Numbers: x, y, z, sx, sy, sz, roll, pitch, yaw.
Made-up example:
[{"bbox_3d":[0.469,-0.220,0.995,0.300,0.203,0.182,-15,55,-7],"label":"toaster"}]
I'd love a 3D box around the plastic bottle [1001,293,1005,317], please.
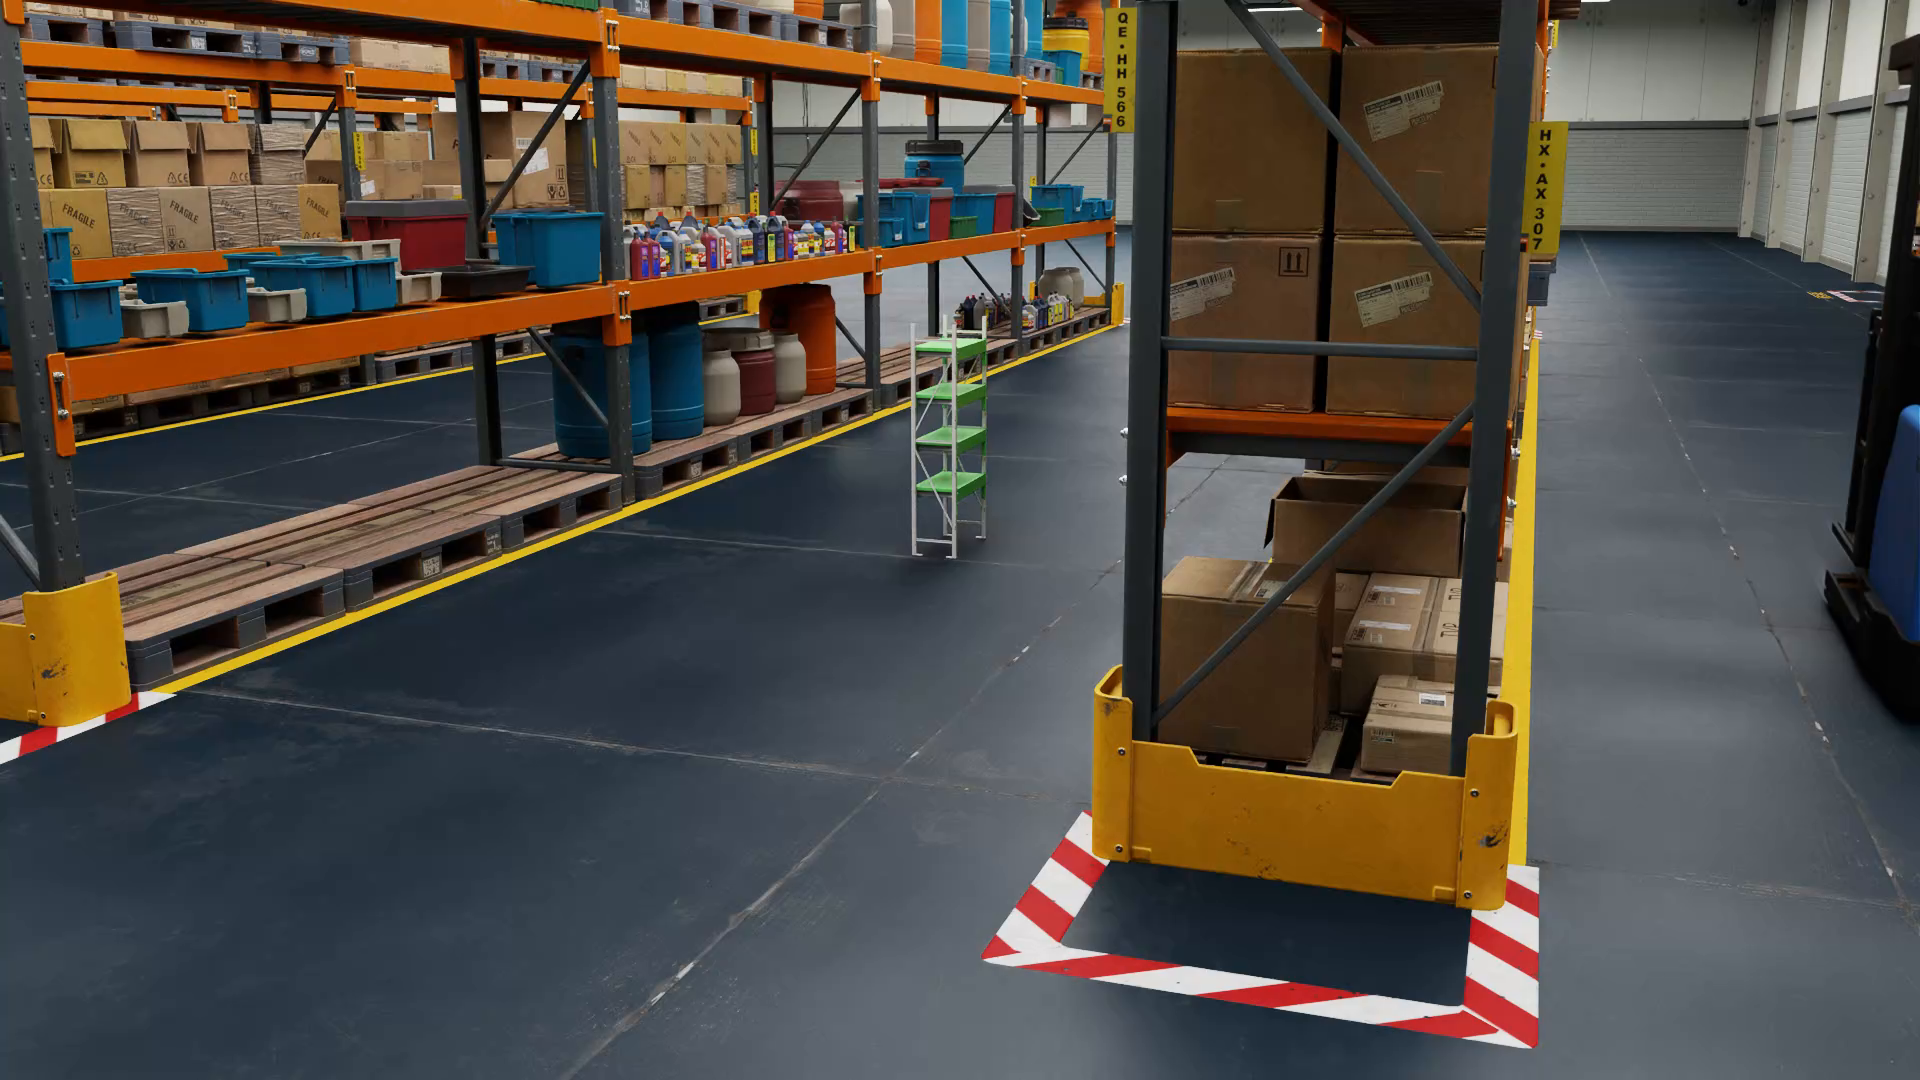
[{"bbox_3d":[0.477,-2.717,19.269,0.061,0.283,0.133,5,14,19],"label":"plastic bottle"}]

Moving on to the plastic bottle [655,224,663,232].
[{"bbox_3d":[-2.100,-2.060,11.563,0.097,0.271,0.097,0,13,0],"label":"plastic bottle"}]

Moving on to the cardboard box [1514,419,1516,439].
[{"bbox_3d":[2.639,-0.429,8.755,0.500,0.500,0.500,4,13,16],"label":"cardboard box"}]

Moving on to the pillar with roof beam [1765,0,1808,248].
[{"bbox_3d":[15.107,-11.598,39.579,9.100,9.000,0.400,4,14,18],"label":"pillar with roof beam"}]

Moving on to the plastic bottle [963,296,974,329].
[{"bbox_3d":[0.090,-2.470,18.034,0.144,0.351,0.185,4,13,17],"label":"plastic bottle"}]

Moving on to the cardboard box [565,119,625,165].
[{"bbox_3d":[-4.146,-4.505,18.845,0.500,0.500,0.500,4,14,18],"label":"cardboard box"}]

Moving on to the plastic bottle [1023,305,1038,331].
[{"bbox_3d":[0.751,-2.383,17.819,0.152,0.276,0.135,5,14,20],"label":"plastic bottle"}]

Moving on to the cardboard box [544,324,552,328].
[{"bbox_3d":[-4.751,-2.615,18.335,0.700,0.500,0.500,3,13,14],"label":"cardboard box"}]

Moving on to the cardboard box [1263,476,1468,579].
[{"bbox_3d":[1.649,0.050,6.651,0.797,0.503,0.637,4,14,18],"label":"cardboard box"}]

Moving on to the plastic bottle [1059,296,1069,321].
[{"bbox_3d":[1.162,-2.650,18.990,0.152,0.276,0.135,4,14,19],"label":"plastic bottle"}]

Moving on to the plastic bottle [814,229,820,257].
[{"bbox_3d":[-1.091,-2.203,12.344,0.097,0.201,0.097,0,13,0],"label":"plastic bottle"}]

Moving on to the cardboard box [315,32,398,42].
[{"bbox_3d":[-5.431,-4.740,14.927,0.500,0.500,0.500,4,14,19],"label":"cardboard box"}]

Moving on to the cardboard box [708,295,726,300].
[{"bbox_3d":[-3.456,-3.445,22.016,0.500,0.500,0.500,7,15,29],"label":"cardboard box"}]

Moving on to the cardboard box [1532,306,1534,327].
[{"bbox_3d":[5.286,-2.338,16.042,0.500,0.500,0.500,4,14,18],"label":"cardboard box"}]

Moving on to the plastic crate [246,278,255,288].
[{"bbox_3d":[-3.383,-1.134,7.671,0.298,0.136,0.250,4,14,18],"label":"plastic crate"}]

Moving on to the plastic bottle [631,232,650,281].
[{"bbox_3d":[-1.912,-1.696,9.940,0.061,0.283,0.133,4,14,18],"label":"plastic bottle"}]

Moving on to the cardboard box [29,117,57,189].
[{"bbox_3d":[-6.922,-2.736,11.754,0.797,0.503,0.637,4,13,17],"label":"cardboard box"}]

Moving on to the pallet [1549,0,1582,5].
[{"bbox_3d":[2.529,-2.852,8.423,1.213,0.211,1.003,4,14,18],"label":"pallet"}]

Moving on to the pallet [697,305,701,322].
[{"bbox_3d":[-3.955,-2.790,20.735,1.003,0.211,1.213,4,14,18],"label":"pallet"}]

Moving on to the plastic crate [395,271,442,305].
[{"bbox_3d":[-2.713,-1.219,8.044,0.293,0.136,0.466,4,14,18],"label":"plastic crate"}]

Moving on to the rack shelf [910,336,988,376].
[{"bbox_3d":[-0.054,-0.956,8.609,0.258,0.148,0.480,4,14,18],"label":"rack shelf"}]

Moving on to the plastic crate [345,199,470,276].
[{"bbox_3d":[-2.960,-1.597,8.965,0.402,0.464,0.583,4,14,18],"label":"plastic crate"}]

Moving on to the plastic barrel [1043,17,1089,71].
[{"bbox_3d":[1.200,-5.743,19.300,0.600,0.588,0.600,0,13,0],"label":"plastic barrel"}]

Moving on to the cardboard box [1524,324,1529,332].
[{"bbox_3d":[4.155,-1.529,12.921,0.500,0.311,0.500,4,13,17],"label":"cardboard box"}]

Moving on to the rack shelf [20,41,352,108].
[{"bbox_3d":[-6.474,-3.596,12.876,1.077,0.370,4.000,4,14,18],"label":"rack shelf"}]

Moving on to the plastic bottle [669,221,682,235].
[{"bbox_3d":[-2.034,-2.128,11.850,0.152,0.276,0.135,4,14,18],"label":"plastic bottle"}]

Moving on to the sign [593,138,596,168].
[{"bbox_3d":[-4.006,-4.273,18.365,0.100,0.325,0.005,4,14,18],"label":"sign"}]

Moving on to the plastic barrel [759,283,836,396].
[{"bbox_3d":[-1.282,-1.591,13.151,0.600,0.830,0.708,4,14,18],"label":"plastic barrel"}]

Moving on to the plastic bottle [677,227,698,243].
[{"bbox_3d":[-1.768,-1.922,10.946,0.152,0.276,0.135,4,14,18],"label":"plastic bottle"}]

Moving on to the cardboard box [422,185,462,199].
[{"bbox_3d":[-5.067,-3.373,16.419,0.500,0.250,0.500,4,13,17],"label":"cardboard box"}]

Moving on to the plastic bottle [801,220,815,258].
[{"bbox_3d":[-1.122,-2.216,12.247,0.097,0.271,0.097,0,13,0],"label":"plastic bottle"}]

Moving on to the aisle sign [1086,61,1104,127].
[{"bbox_3d":[1.753,-5.494,20.476,0.394,0.787,0.004,4,14,18],"label":"aisle sign"}]

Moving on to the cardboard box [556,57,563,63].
[{"bbox_3d":[-4.700,-5.420,18.695,0.380,0.149,0.250,5,14,20],"label":"cardboard box"}]

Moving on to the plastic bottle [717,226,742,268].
[{"bbox_3d":[-1.549,-1.960,11.112,0.152,0.276,0.135,4,14,18],"label":"plastic bottle"}]

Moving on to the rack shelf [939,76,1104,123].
[{"bbox_3d":[0.801,-4.924,18.694,1.077,0.370,4.000,4,14,18],"label":"rack shelf"}]

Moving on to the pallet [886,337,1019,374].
[{"bbox_3d":[-0.063,-1.863,16.676,1.003,0.211,1.213,4,14,18],"label":"pallet"}]

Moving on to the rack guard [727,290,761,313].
[{"bbox_3d":[-3.263,-3.355,22.563,1.175,0.500,0.348,4,14,18],"label":"rack guard"}]

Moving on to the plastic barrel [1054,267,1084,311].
[{"bbox_3d":[1.308,-3.081,20.392,0.421,0.512,0.421,0,13,0],"label":"plastic barrel"}]

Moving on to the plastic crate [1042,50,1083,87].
[{"bbox_3d":[1.116,-5.264,18.607,0.392,0.384,0.575,4,14,18],"label":"plastic crate"}]

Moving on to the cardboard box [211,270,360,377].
[{"bbox_3d":[-6.069,-1.930,14.535,1.225,0.875,0.875,4,13,16],"label":"cardboard box"}]

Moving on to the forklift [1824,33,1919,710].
[{"bbox_3d":[4.408,-1.024,6.887,1.130,2.935,3.031,5,14,20],"label":"forklift"}]

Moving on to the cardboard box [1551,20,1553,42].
[{"bbox_3d":[5.253,-4.905,15.511,0.500,0.500,0.500,6,14,23],"label":"cardboard box"}]

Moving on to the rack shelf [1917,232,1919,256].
[{"bbox_3d":[10.176,-2.748,15.903,1.077,0.370,4.000,4,14,18],"label":"rack shelf"}]

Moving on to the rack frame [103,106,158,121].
[{"bbox_3d":[-12.615,-5.303,25.481,1.000,3.000,0.127,4,14,18],"label":"rack frame"}]

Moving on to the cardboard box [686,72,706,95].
[{"bbox_3d":[-3.486,-5.646,20.582,0.500,0.250,0.500,5,14,20],"label":"cardboard box"}]

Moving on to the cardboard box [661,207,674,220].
[{"bbox_3d":[-3.705,-3.965,20.184,0.380,0.149,0.250,4,14,18],"label":"cardboard box"}]

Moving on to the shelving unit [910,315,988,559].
[{"bbox_3d":[-0.054,-0.550,8.702,0.258,1.200,0.503,4,14,18],"label":"shelving unit"}]

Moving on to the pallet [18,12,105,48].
[{"bbox_3d":[-6.871,-3.629,11.834,0.805,0.209,1.217,4,13,16],"label":"pallet"}]

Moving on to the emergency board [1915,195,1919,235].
[{"bbox_3d":[14.192,-5.091,24.552,0.194,1.169,0.643,4,14,18],"label":"emergency board"}]

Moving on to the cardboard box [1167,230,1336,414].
[{"bbox_3d":[0.845,-0.669,4.955,0.500,0.500,0.500,5,14,20],"label":"cardboard box"}]

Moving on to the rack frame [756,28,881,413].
[{"bbox_3d":[-1.140,-2.549,13.413,1.000,3.000,0.127,4,14,18],"label":"rack frame"}]

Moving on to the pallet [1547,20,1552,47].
[{"bbox_3d":[3.681,-3.711,12.188,1.213,0.211,1.003,5,14,21],"label":"pallet"}]

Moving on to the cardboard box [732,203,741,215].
[{"bbox_3d":[-3.135,-4.392,22.055,0.380,0.149,0.250,4,14,18],"label":"cardboard box"}]

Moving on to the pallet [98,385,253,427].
[{"bbox_3d":[-6.549,-1.129,13.460,1.003,0.211,1.213,4,14,18],"label":"pallet"}]
